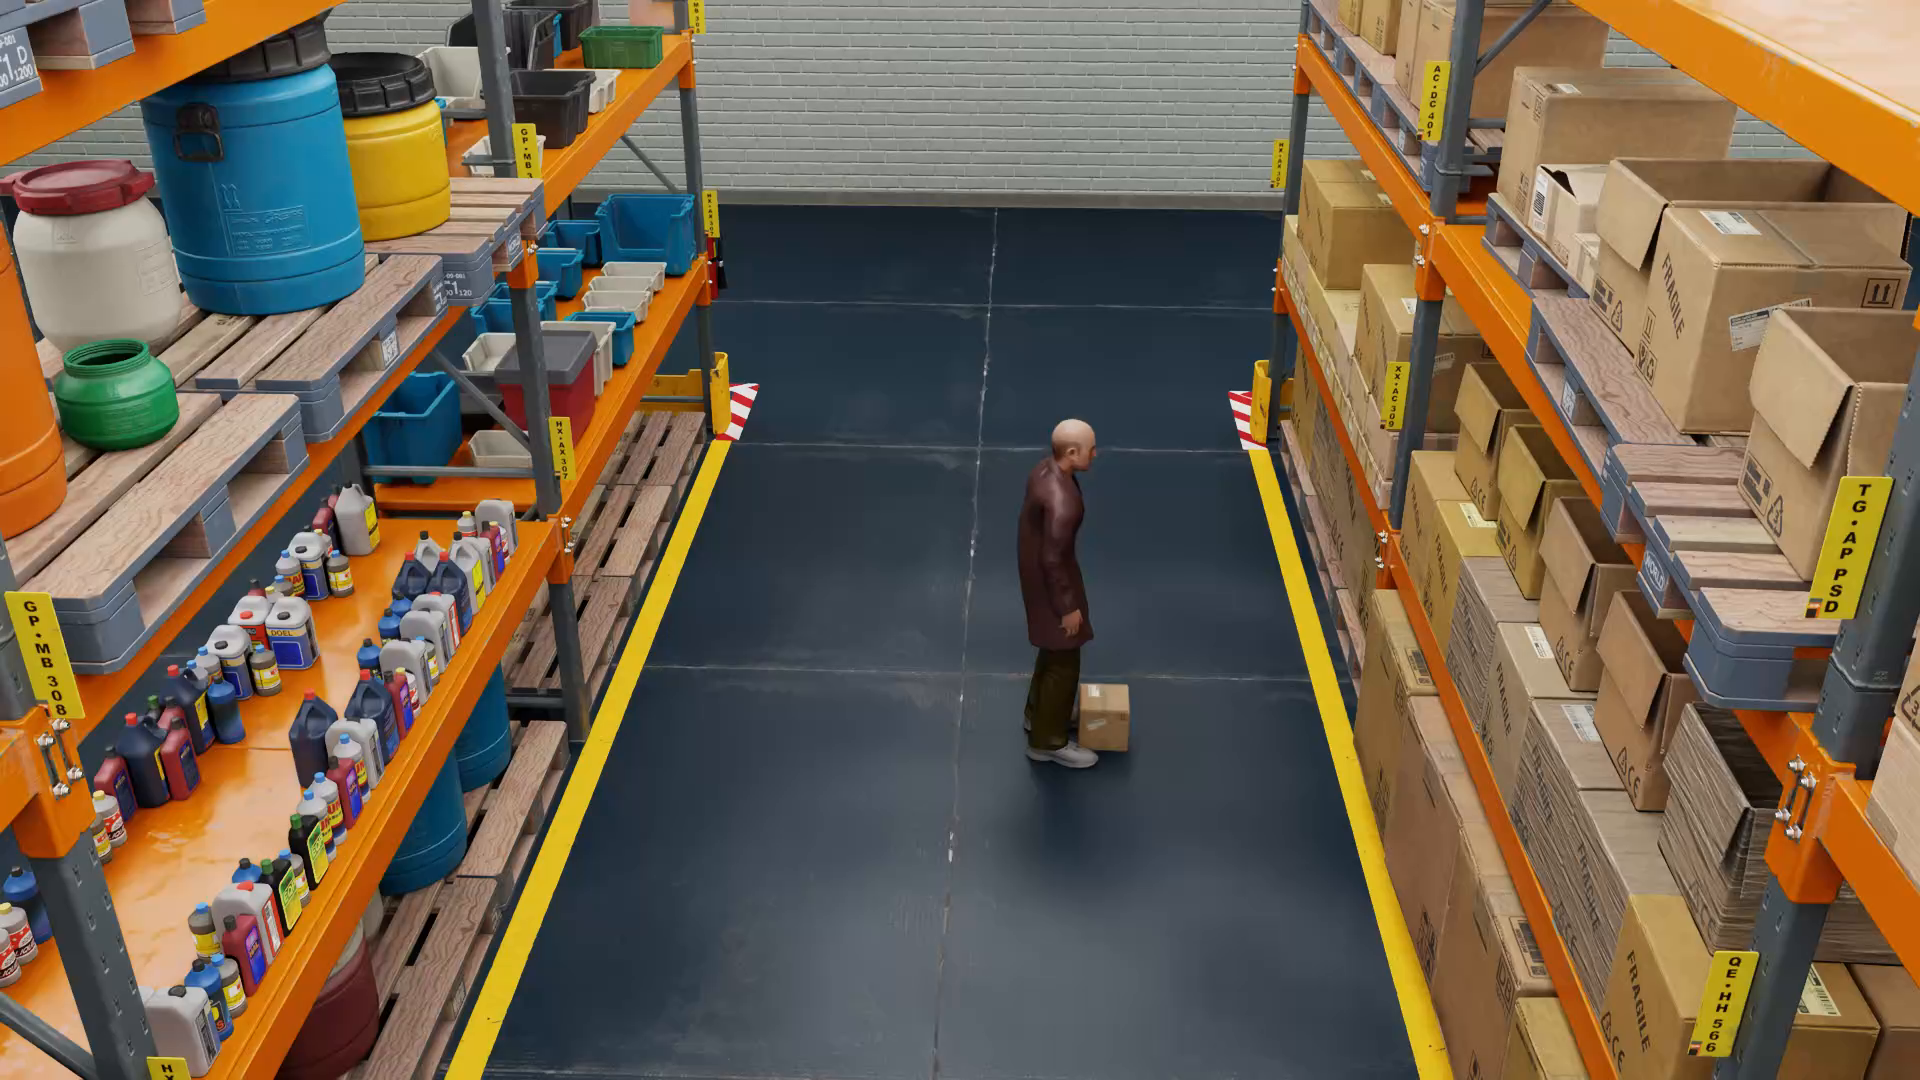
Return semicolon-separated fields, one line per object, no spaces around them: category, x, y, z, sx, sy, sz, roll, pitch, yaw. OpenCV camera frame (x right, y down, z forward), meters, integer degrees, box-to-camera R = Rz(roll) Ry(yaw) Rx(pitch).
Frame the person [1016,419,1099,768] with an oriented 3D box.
person;0.487;0.236;8.185;0.427;1.773;0.628;0;28;0
